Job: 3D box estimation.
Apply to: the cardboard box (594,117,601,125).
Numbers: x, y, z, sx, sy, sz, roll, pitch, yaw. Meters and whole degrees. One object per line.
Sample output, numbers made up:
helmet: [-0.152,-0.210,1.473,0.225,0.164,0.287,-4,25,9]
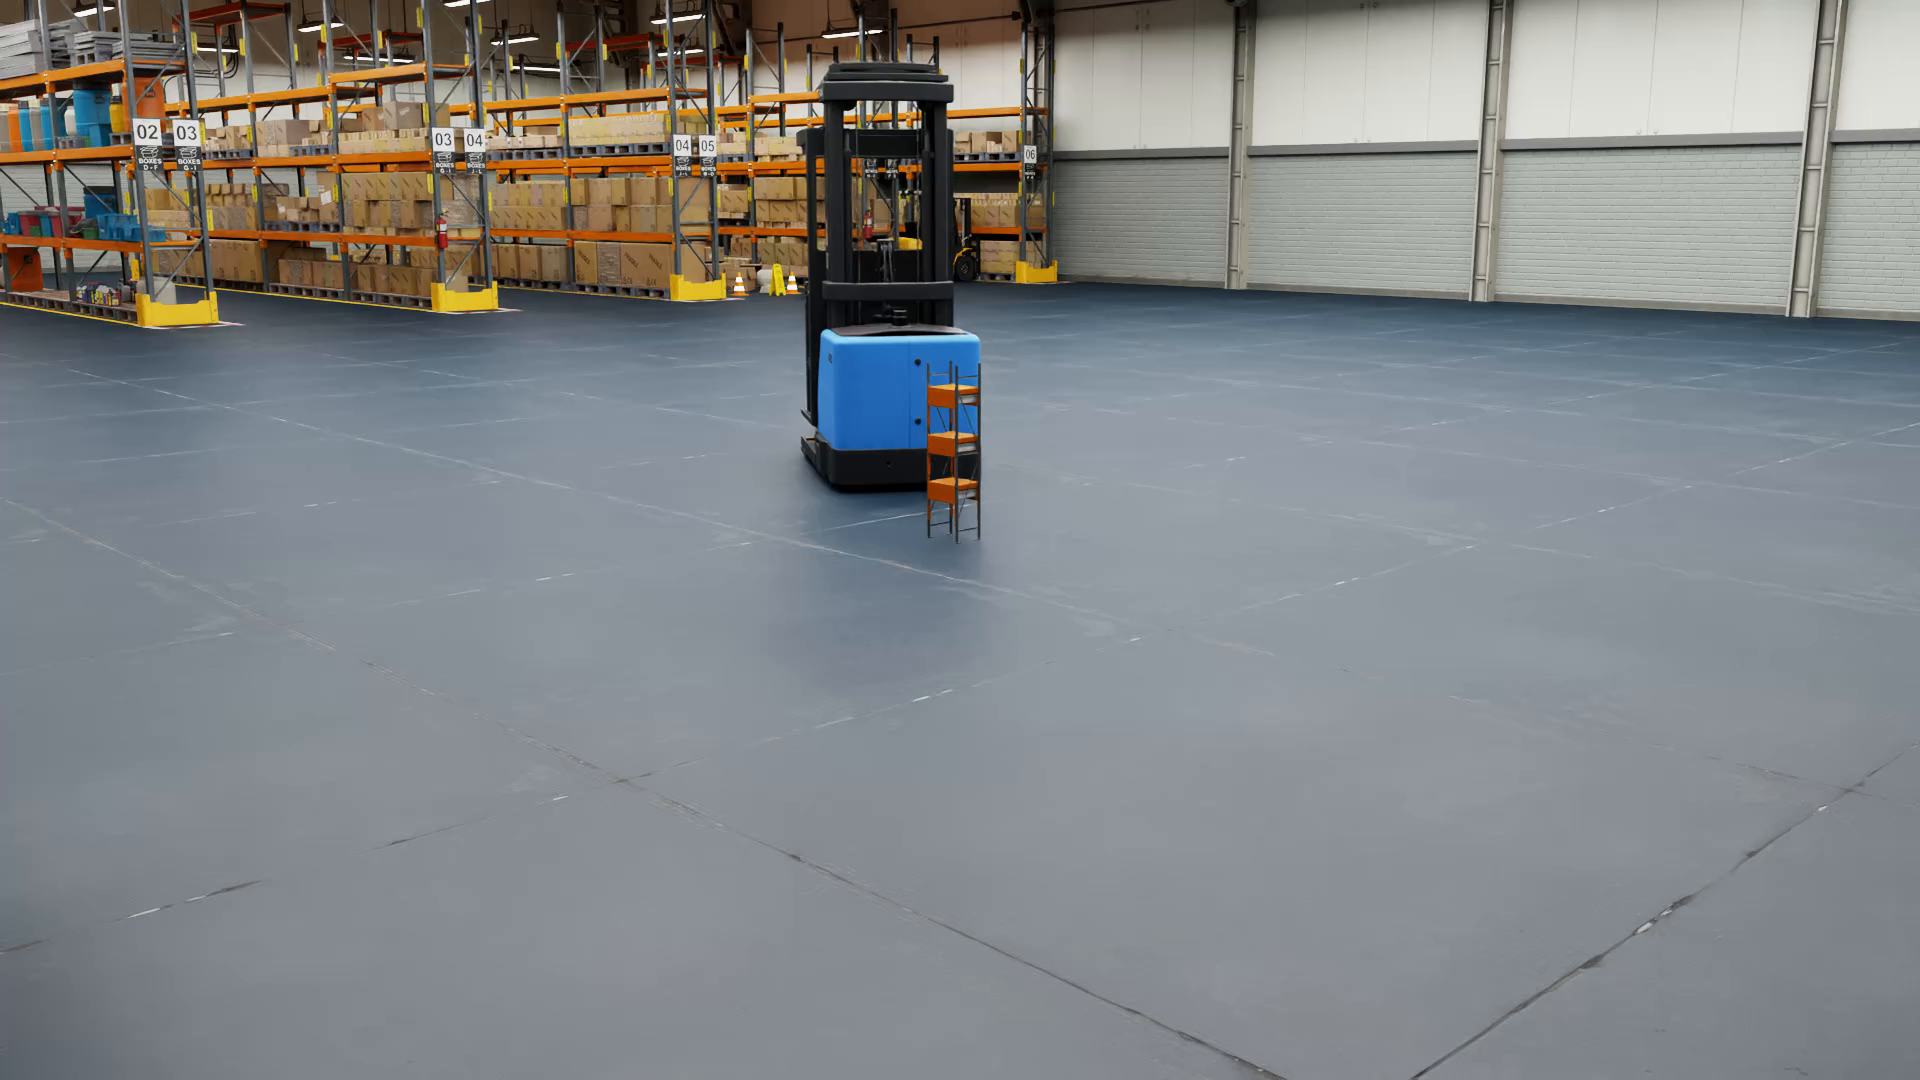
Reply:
cardboard box: [-7.318,-8.638,34.329,0.380,0.149,0.250,-11,16,-42]

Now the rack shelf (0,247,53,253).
rack shelf: [-19.411,-6.052,33.638,1.077,0.370,4.000,-11,16,-43]

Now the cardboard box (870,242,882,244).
cardboard box: [-1.830,-7.524,43.842,0.875,0.625,0.625,-11,16,-43]

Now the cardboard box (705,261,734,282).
cardboard box: [-5.452,-5.899,36.961,0.797,0.637,0.503,-11,16,-43]

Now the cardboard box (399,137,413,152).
cardboard box: [-9.787,-7.139,30.065,0.500,0.250,0.500,-11,16,-42]

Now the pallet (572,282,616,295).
pallet: [-7.560,-5.408,35.638,1.003,0.211,1.213,-11,16,-43]

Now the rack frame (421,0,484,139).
rack frame: [-8.923,-8.574,29.226,1.000,3.000,0.127,-11,16,-43]

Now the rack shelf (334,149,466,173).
rack shelf: [-10.304,-7.044,31.018,1.077,0.370,4.000,-11,16,-43]

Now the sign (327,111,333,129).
sign: [-12.085,-8.057,31.892,0.100,0.325,0.005,-11,16,-43]

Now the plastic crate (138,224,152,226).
plastic crate: [-14.307,-5.333,28.729,0.499,0.251,0.616,-11,16,-43]

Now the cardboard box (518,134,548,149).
cardboard box: [-9.398,-8.801,36.695,0.500,0.311,0.500,11,16,43]

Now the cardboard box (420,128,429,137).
cardboard box: [-9.341,-7.223,29.489,0.380,0.149,0.250,-11,16,-43]

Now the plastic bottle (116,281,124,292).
plastic bottle: [-14.719,-4.373,29.179,0.144,0.351,0.185,-11,16,-43]

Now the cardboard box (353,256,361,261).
cardboard box: [-15.659,-7.366,43.518,0.380,0.149,0.250,-10,15,-41]

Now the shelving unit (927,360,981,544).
shelving unit: [-0.037,-0.522,9.843,0.215,1.050,0.252,-11,16,-43]

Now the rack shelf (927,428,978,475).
rack shelf: [-0.037,-0.512,9.846,0.215,0.259,0.240,-11,16,-43]

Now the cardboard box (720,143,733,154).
cardboard box: [-5.372,-9.341,39.715,0.500,0.250,0.500,-11,16,-42]

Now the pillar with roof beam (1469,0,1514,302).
pillar with roof beam: [7.176,-8.523,28.979,9.100,9.000,0.400,-11,16,-43]

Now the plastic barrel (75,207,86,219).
plastic barrel: [-15.770,-5.766,30.127,0.433,0.535,0.433,0,12,0]

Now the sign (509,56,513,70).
sign: [-10.392,-11.031,38.444,0.100,0.325,0.005,-11,16,-43]

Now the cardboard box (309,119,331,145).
cardboard box: [-12.590,-8.164,33.376,0.797,0.503,0.637,-10,15,-40]

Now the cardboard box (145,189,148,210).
cardboard box: [-19.491,-8.229,40.198,0.500,0.500,0.500,11,16,44]

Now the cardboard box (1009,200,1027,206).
cardboard box: [1.389,-8.087,39.875,0.380,0.149,0.250,-11,16,-42]

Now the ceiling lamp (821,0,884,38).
ceiling lamp: [-2.425,-13.763,39.949,0.800,3.185,2.000,-11,16,-43]

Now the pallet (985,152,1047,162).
pallet: [1.362,-9.241,40.119,1.003,0.211,1.213,-11,16,-43]

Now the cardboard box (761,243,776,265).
cardboard box: [-4.306,-6.703,38.926,0.500,0.500,0.500,-10,15,-40]

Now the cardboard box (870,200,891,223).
cardboard box: [-1.882,-7.319,37.017,0.500,0.500,0.500,-11,16,-43]

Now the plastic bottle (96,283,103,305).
plastic bottle: [-14.587,-4.182,28.250,0.144,0.351,0.185,-11,16,-43]

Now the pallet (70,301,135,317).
pallet: [-14.834,-4.059,29.092,1.003,0.211,1.213,-11,16,-43]

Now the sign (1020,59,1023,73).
sign: [1.429,-11.070,38.830,0.100,0.325,0.005,-11,16,-43]

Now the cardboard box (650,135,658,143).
cardboard box: [-5.914,-7.951,32.970,0.380,0.149,0.250,-11,16,-42]

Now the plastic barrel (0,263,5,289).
plastic barrel: [-18.835,-5.239,33.031,0.421,0.512,0.421,0,12,0]

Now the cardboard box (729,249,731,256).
cardboard box: [-6.741,-8.478,49.251,0.500,0.311,0.500,-10,15,-41]

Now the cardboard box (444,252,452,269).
cardboard box: [-12.167,-6.672,40.015,0.500,0.500,0.500,11,16,43]

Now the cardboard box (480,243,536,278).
cardboard box: [-10.435,-6.482,38.474,1.050,0.750,0.750,-11,16,-43]

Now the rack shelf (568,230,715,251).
rack shelf: [-6.647,-6.251,34.604,1.077,0.370,4.000,-11,16,-43]

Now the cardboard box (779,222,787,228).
cardboard box: [-3.970,-7.281,38.443,0.380,0.149,0.250,-10,15,-41]

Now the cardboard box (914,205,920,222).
cardboard box: [-0.813,-8.240,42.227,0.500,0.500,0.500,11,16,44]

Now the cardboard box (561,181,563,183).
cardboard box: [-10.589,-9.678,45.121,0.380,0.149,0.250,-10,16,-41]

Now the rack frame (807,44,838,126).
rack frame: [-3.693,-11.815,44.956,1.000,3.000,0.127,-11,16,-43]

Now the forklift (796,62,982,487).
forklift: [-0.638,-2.057,12.634,1.130,2.935,3.031,-2,12,-11]

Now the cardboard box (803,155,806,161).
cardboard box: [-3.297,-8.594,37.378,0.380,0.149,0.250,-11,16,-43]

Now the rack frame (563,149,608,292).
rack frame: [-8.029,-6.896,35.948,1.000,3.000,0.127,-11,16,-43]

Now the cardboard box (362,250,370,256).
cardboard box: [-15.276,-7.435,43.114,0.380,0.149,0.250,-11,16,-42]

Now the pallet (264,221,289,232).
pallet: [-13.879,-6.620,35.085,1.213,0.211,1.003,-11,16,-43]

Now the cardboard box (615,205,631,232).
cardboard box: [-6.643,-6.681,34.535,0.875,0.550,0.500,-11,16,-43]

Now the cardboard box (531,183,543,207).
cardboard box: [-9.081,-7.655,36.906,0.700,0.500,0.500,-11,16,-42]

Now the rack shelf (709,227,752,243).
rack shelf: [-5.899,-7.540,40.857,1.077,0.370,4.000,-11,16,-43]

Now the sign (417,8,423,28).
sign: [-9.339,-9.034,28.755,0.100,0.325,0.005,-11,16,-43]

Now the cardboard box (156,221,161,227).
cardboard box: [-18.903,-7.525,39.627,0.250,0.149,0.380,11,16,44]

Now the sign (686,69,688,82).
sign: [-6.895,-11.696,41.867,0.100,0.325,0.005,-11,16,-43]

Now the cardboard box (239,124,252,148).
cardboard box: [-14.921,-8.607,35.526,0.797,0.503,0.637,-10,15,-39]

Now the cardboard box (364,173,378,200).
cardboard box: [-10.867,-6.657,31.325,0.500,0.500,0.500,-11,16,-43]

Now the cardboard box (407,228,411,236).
cardboard box: [-9.956,-5.672,30.631,0.380,0.149,0.250,-11,16,-43]
